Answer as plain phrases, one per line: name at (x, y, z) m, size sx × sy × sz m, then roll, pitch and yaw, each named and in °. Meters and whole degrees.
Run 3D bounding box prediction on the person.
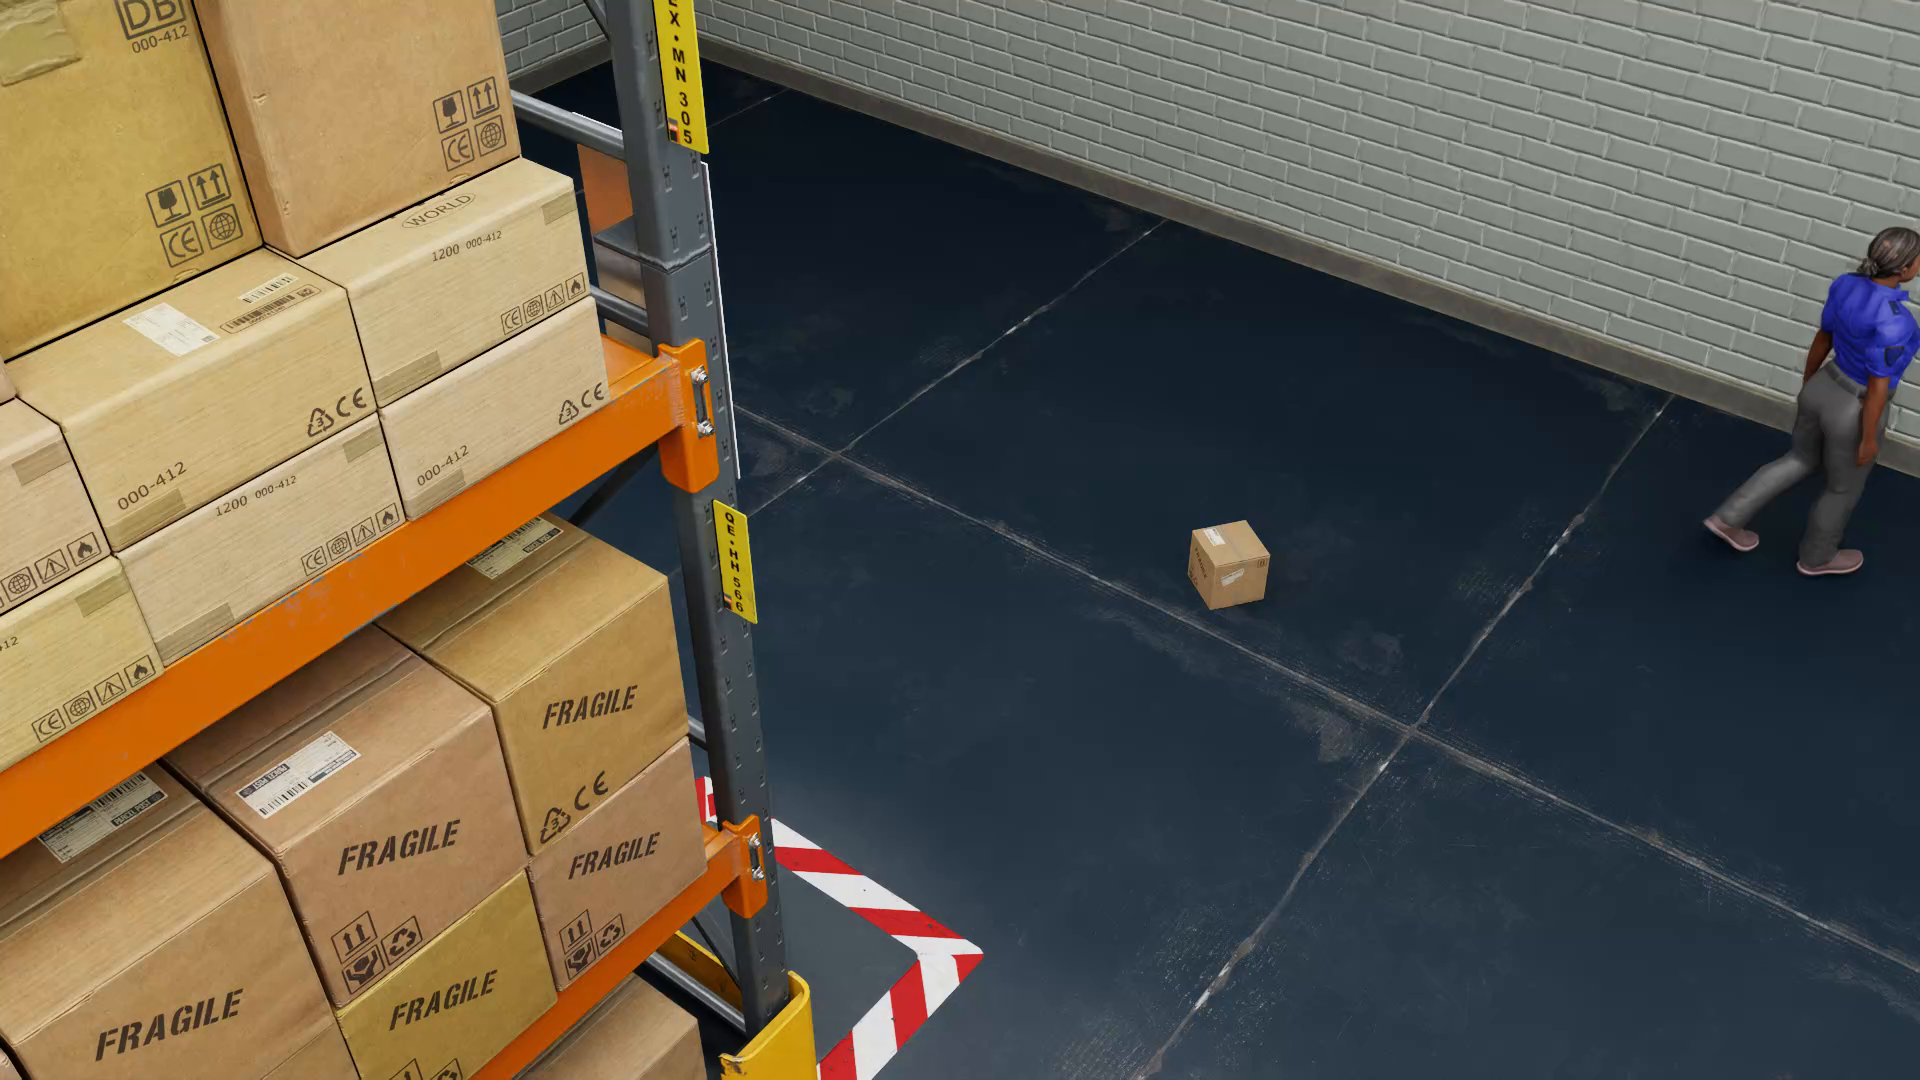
person at (3.618, -0.540, 6.807) m, size 0.661 × 1.643 × 0.464 m, roll -6°, pitch 40°, yaw -8°
